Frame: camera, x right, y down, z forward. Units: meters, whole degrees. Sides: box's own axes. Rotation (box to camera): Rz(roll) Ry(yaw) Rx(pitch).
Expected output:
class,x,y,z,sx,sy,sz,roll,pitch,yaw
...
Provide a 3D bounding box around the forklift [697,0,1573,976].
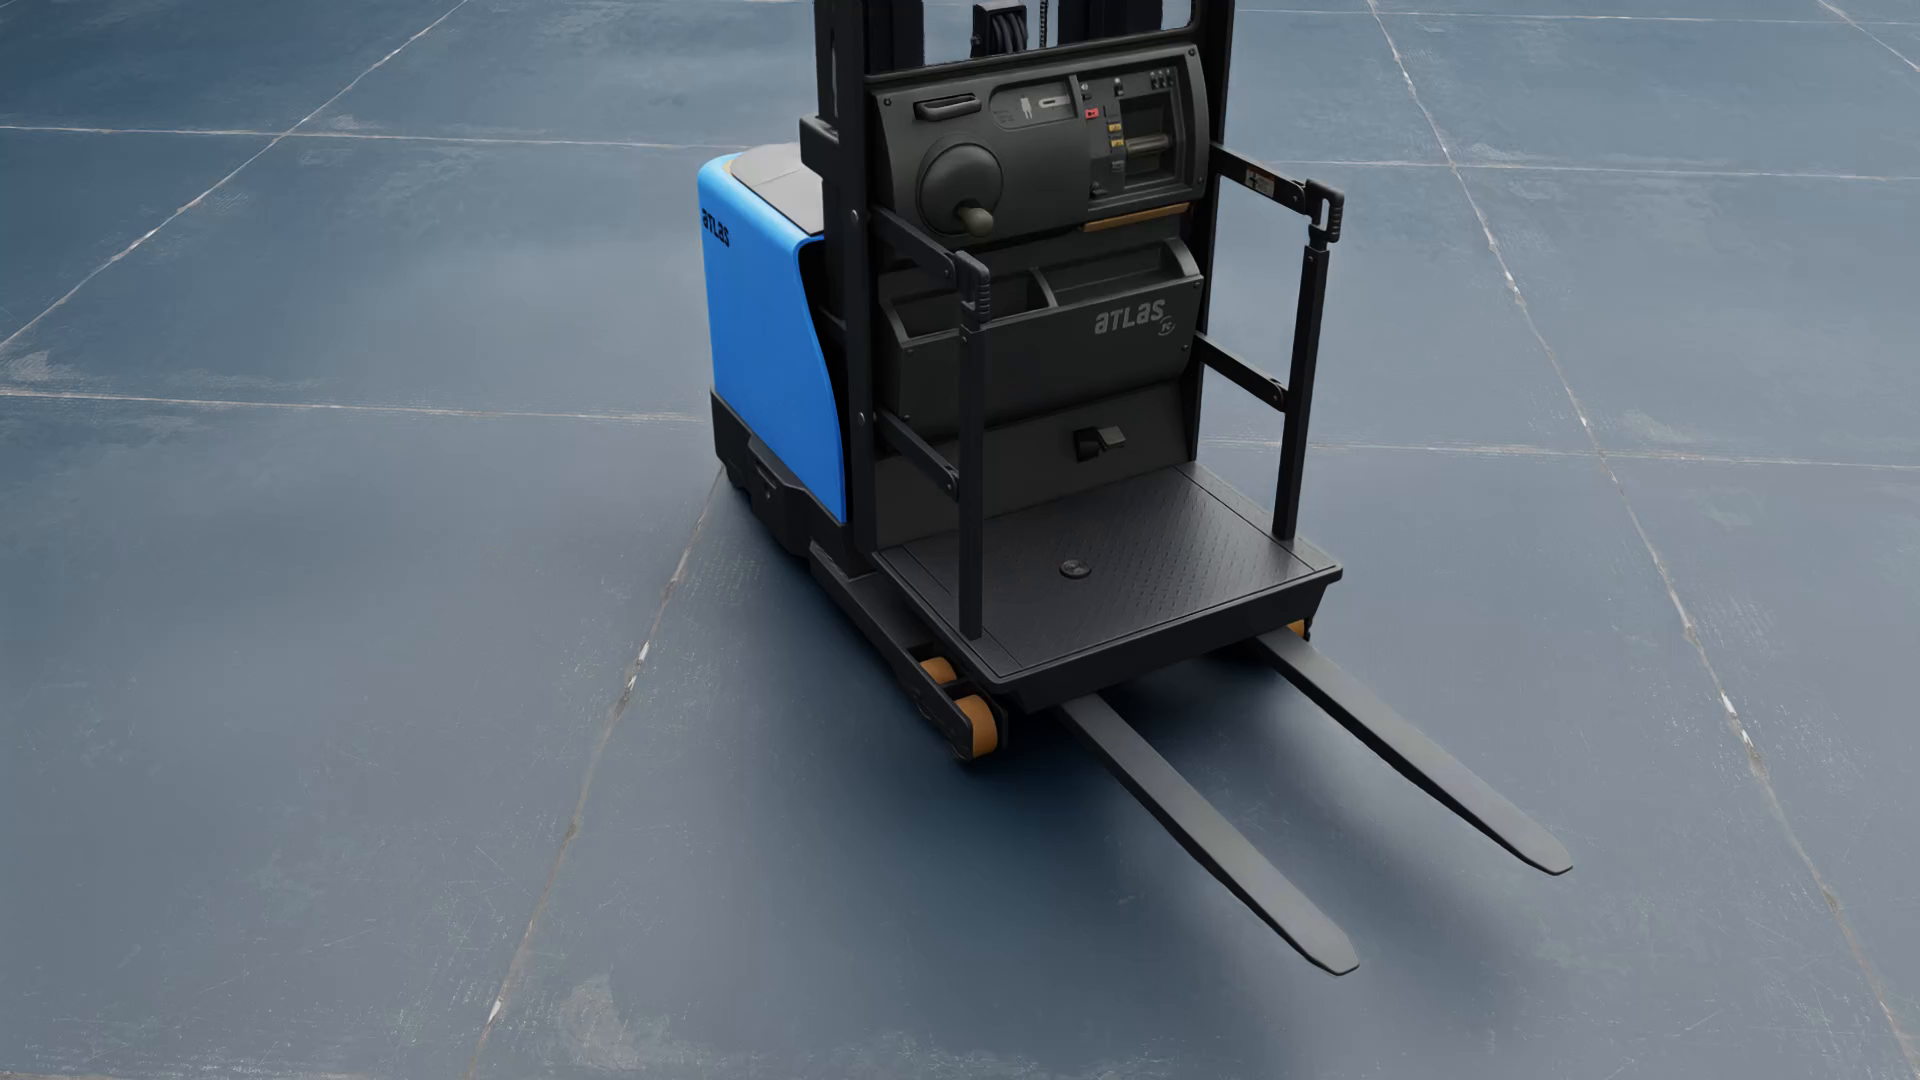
class,x,y,z,sx,sy,sz,roll,pitch,yaw
forklift,0.330,-0.951,3.999,1.130,2.935,3.031,-16,35,-24
